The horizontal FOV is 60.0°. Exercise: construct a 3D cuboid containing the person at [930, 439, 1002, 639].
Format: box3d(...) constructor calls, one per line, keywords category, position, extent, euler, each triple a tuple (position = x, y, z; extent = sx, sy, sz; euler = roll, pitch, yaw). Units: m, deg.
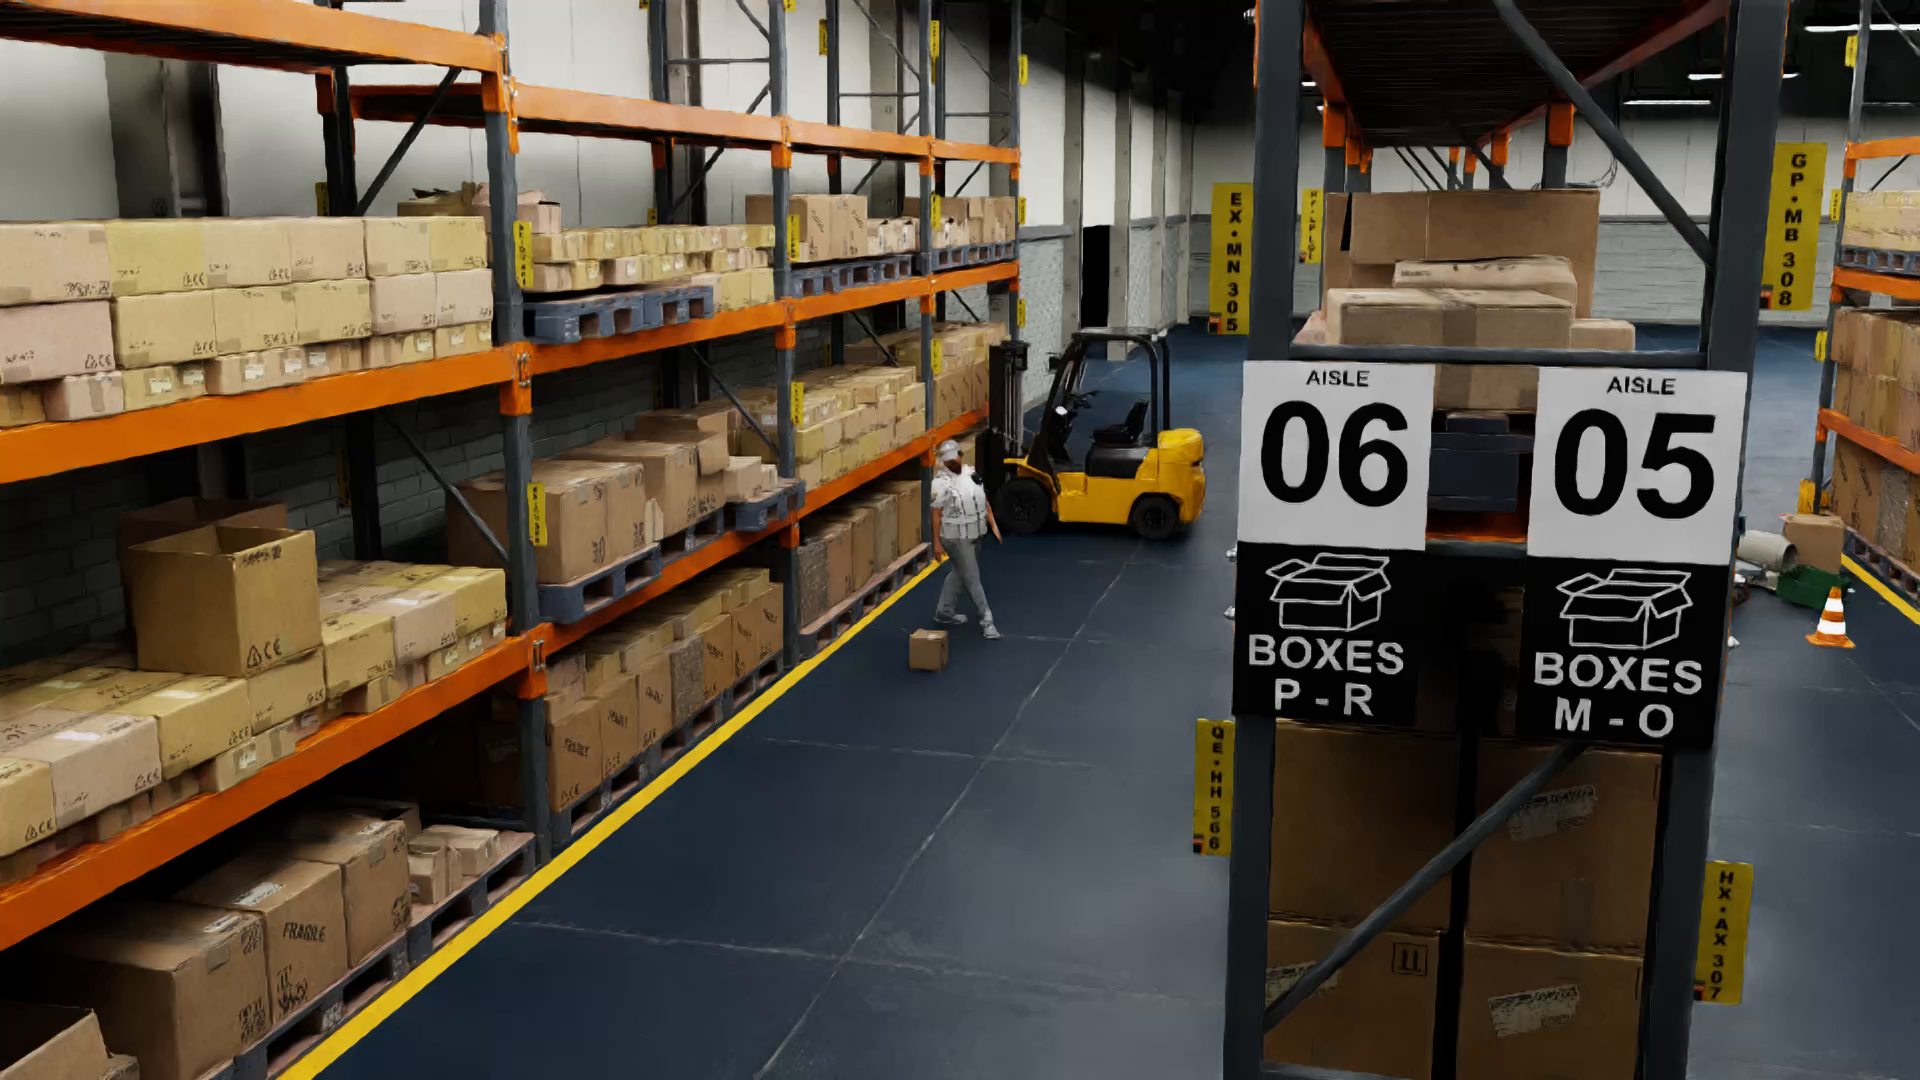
box3d(category="person", position=(0.038, -0.021, 13.641), extent=(0.681, 1.631, 0.534), euler=(8, 14, 35))
